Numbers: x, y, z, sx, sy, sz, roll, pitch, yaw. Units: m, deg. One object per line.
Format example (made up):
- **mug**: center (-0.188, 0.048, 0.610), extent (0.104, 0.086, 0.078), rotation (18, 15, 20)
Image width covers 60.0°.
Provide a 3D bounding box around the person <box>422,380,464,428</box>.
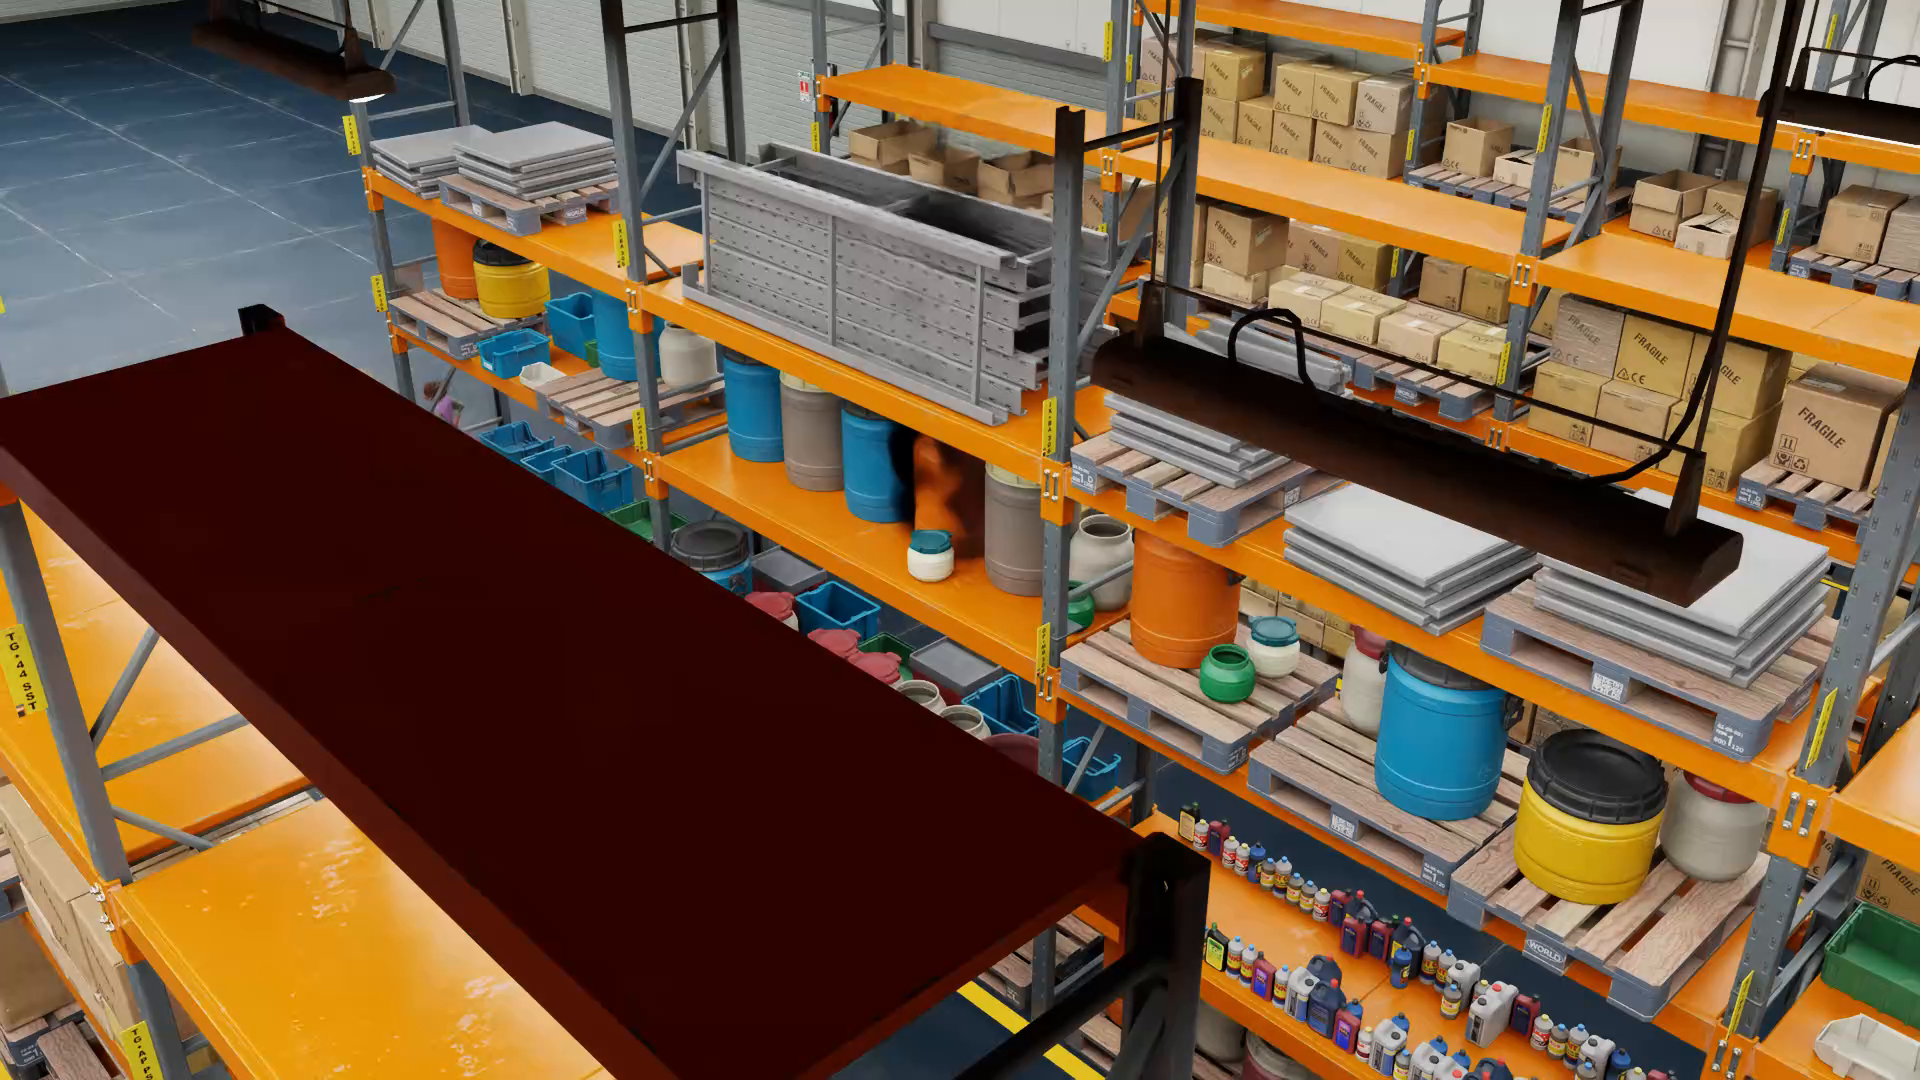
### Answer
- **person**: center (-5.294, -0.952, 17.000), extent (0.535, 1.532, 0.555), rotation (-5, 29, -9)
